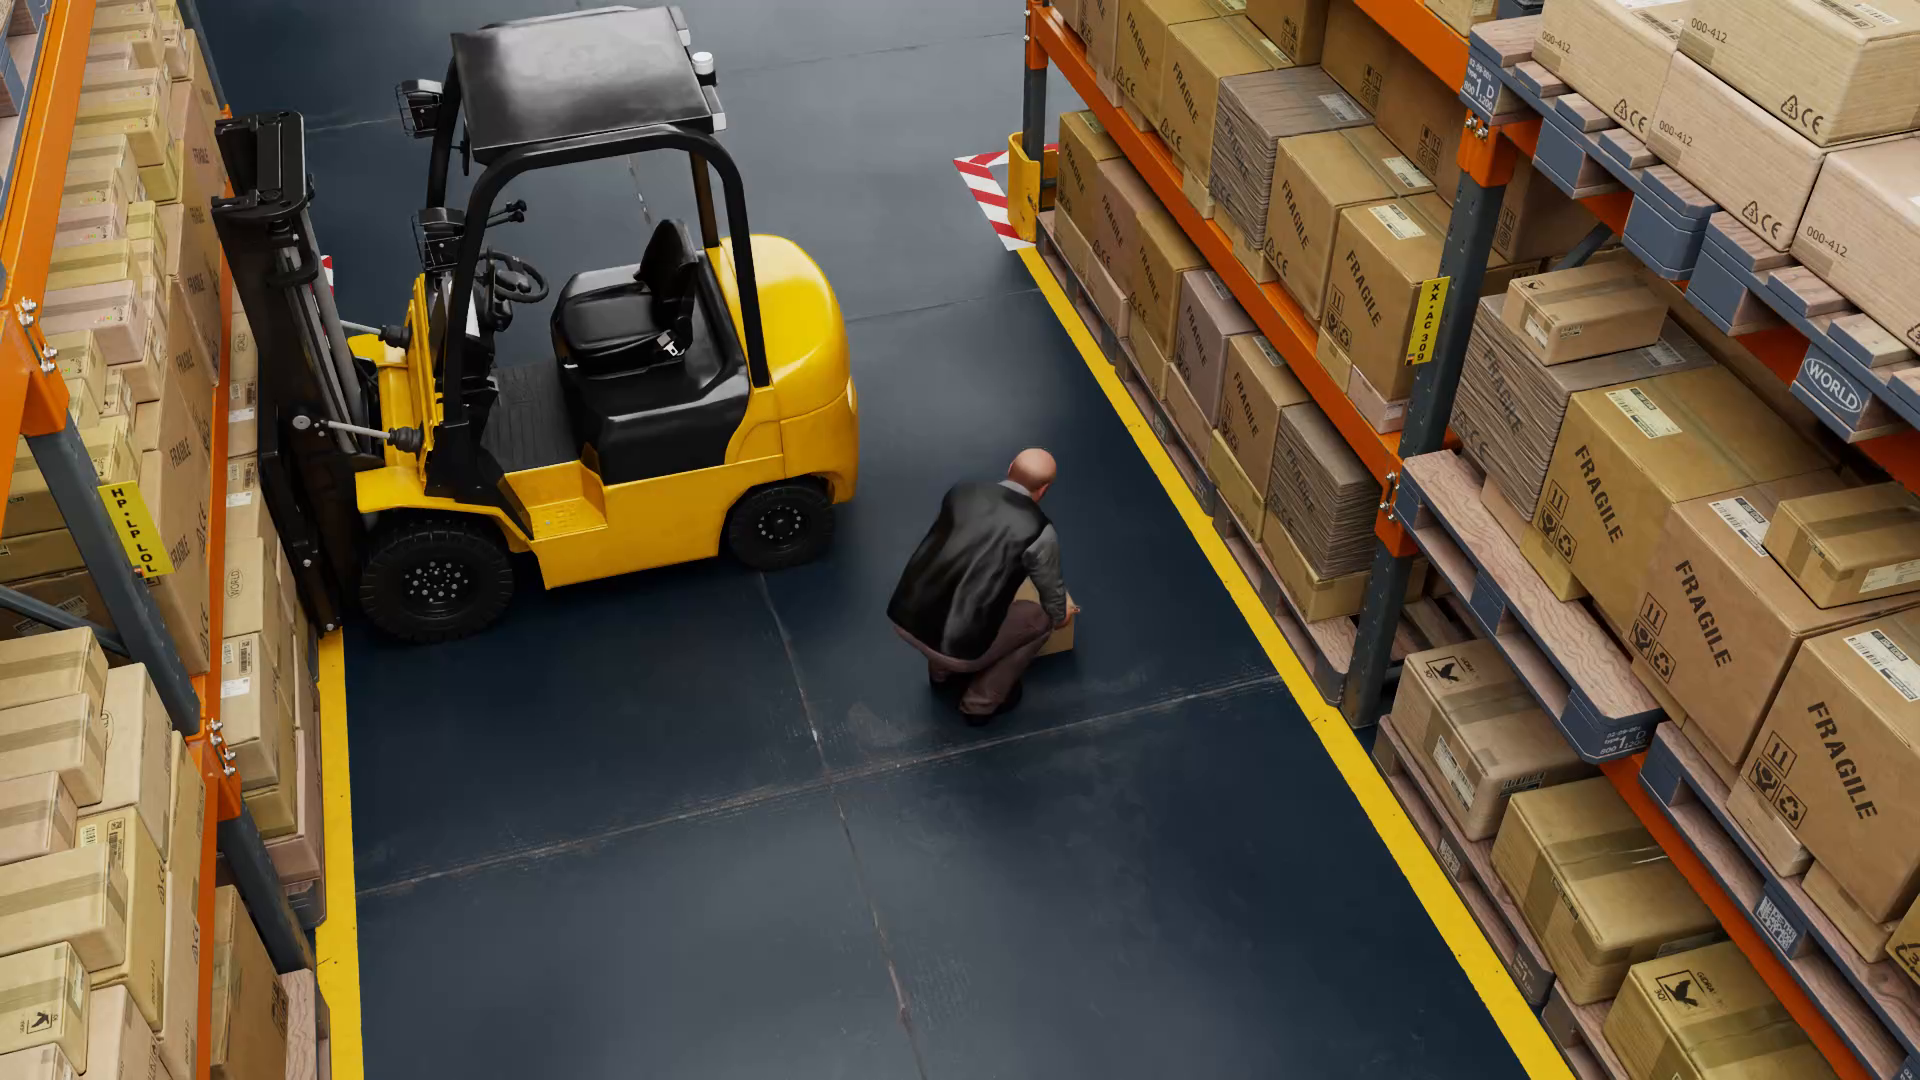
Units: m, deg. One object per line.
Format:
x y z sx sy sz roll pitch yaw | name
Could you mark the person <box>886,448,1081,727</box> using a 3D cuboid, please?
0.091 0.195 6.546 0.543 0.945 0.861 32 51 31 | person
